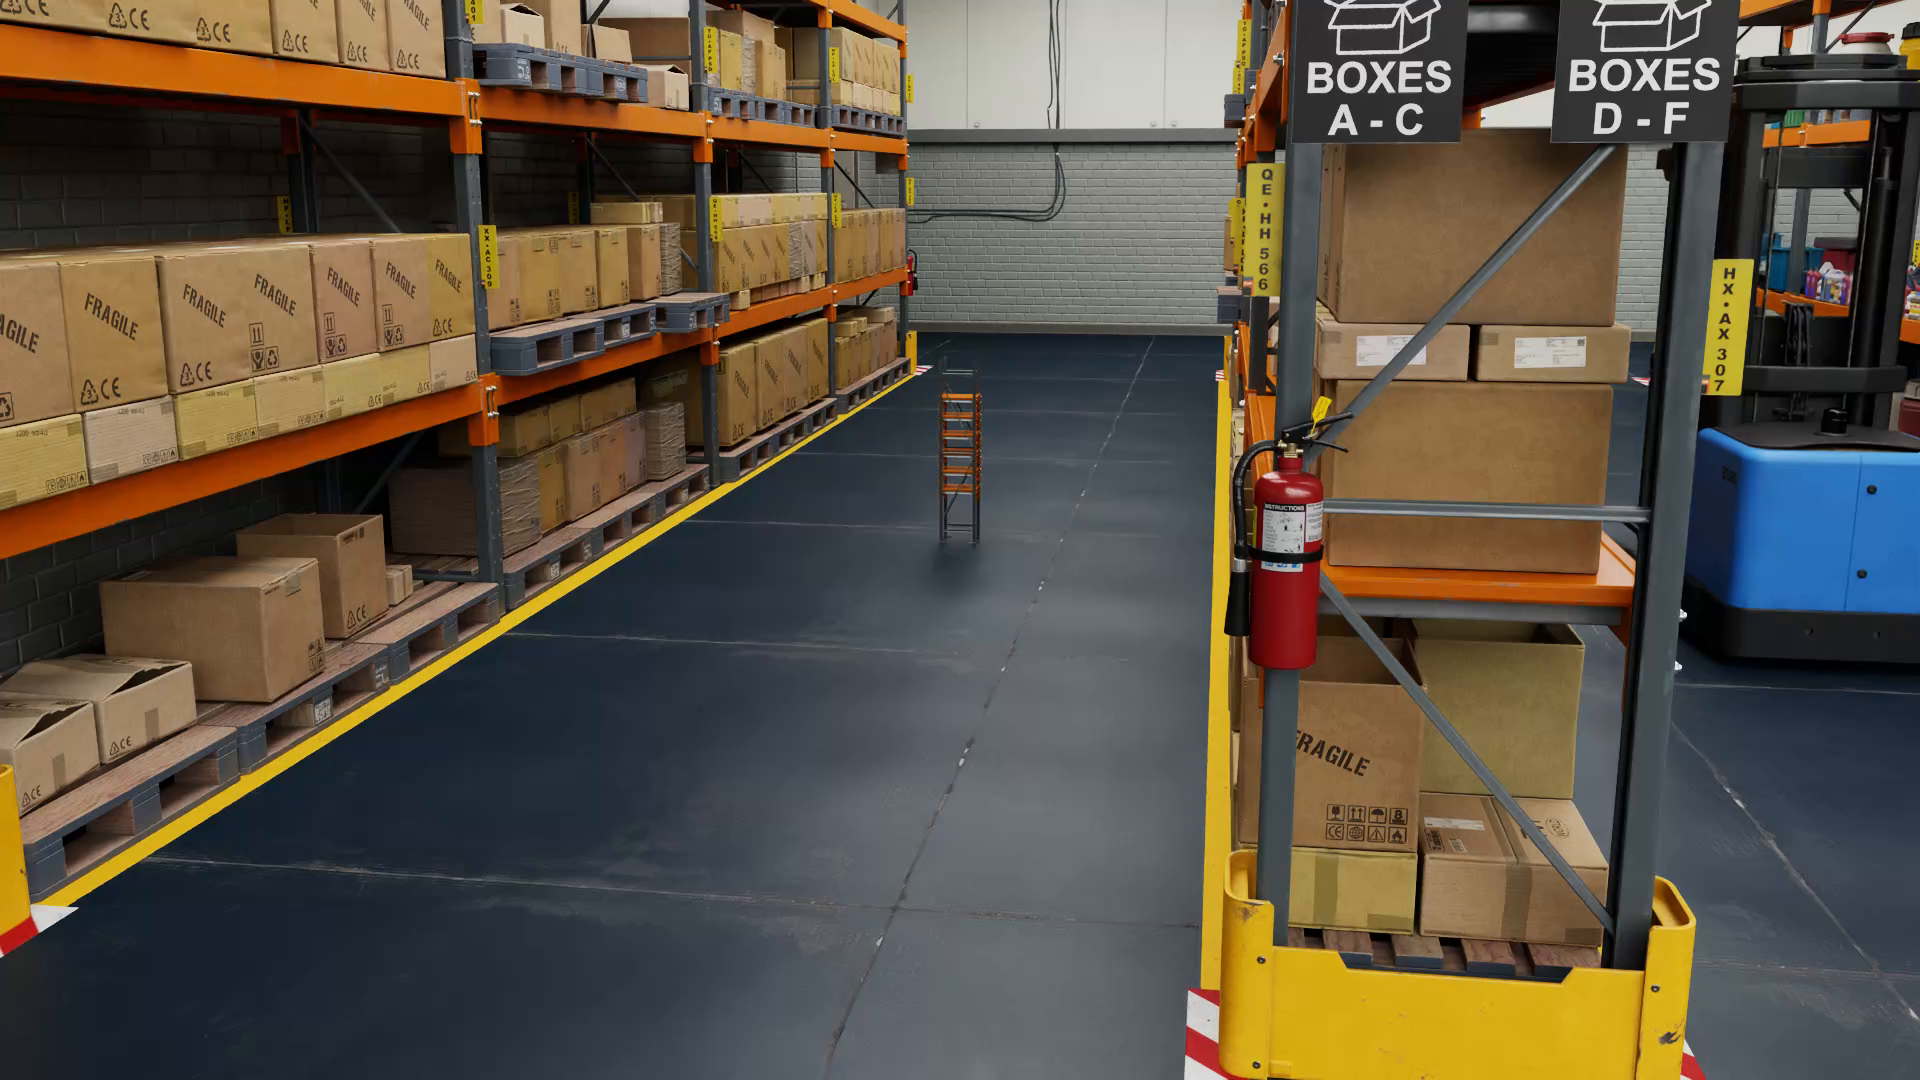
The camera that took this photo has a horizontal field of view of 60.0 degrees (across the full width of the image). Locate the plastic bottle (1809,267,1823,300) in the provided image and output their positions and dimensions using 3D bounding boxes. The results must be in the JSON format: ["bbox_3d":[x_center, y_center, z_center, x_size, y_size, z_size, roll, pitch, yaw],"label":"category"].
[{"bbox_3d":[7.535,-2.258,14.627,0.061,0.283,0.133,2,12,9],"label":"plastic bottle"}]

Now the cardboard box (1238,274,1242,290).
[{"bbox_3d":[2.510,-2.123,12.489,0.700,0.500,0.500,-2,12,-10],"label":"cardboard box"}]

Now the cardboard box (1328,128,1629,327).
[{"bbox_3d":[1.387,-0.859,4.544,0.700,0.500,0.500,2,12,9],"label":"cardboard box"}]

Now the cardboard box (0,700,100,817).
[{"bbox_3d":[-3.406,0.730,5.824,0.500,0.311,0.500,0,12,2],"label":"cardboard box"}]

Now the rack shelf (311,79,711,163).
[{"bbox_3d":[-2.678,-2.592,10.488,1.077,0.370,4.000,2,12,9],"label":"rack shelf"}]

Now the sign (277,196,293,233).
[{"bbox_3d":[-3.535,-1.644,8.754,0.100,0.325,0.005,2,12,9],"label":"sign"}]

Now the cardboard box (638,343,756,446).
[{"bbox_3d":[-2.128,-1.197,13.533,0.750,0.750,0.750,2,12,8],"label":"cardboard box"}]

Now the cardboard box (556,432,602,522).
[{"bbox_3d":[-2.741,-0.422,10.720,0.700,0.500,0.500,2,12,9],"label":"cardboard box"}]

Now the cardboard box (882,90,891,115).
[{"bbox_3d":[-1.070,-4.937,18.782,0.500,0.250,0.500,1,12,7],"label":"cardboard box"}]

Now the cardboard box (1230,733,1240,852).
[{"bbox_3d":[1.150,0.845,5.484,0.500,0.250,0.500,2,12,9],"label":"cardboard box"}]

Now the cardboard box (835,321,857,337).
[{"bbox_3d":[-1.306,-2.244,17.685,0.380,0.149,0.250,2,12,11],"label":"cardboard box"}]

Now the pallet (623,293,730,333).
[{"bbox_3d":[-2.375,-1.648,11.976,1.213,0.211,1.003,2,12,9],"label":"pallet"}]

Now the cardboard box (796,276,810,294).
[{"bbox_3d":[-1.610,-2.371,15.424,0.380,0.149,0.250,2,12,9],"label":"cardboard box"}]

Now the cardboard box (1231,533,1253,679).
[{"bbox_3d":[1.300,0.270,6.371,0.500,0.500,0.500,2,12,9],"label":"cardboard box"}]

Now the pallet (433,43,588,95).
[{"bbox_3d":[-2.786,-2.561,9.080,1.213,0.211,1.003,2,12,9],"label":"pallet"}]

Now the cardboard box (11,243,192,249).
[{"bbox_3d":[-3.499,-0.953,6.826,0.500,0.500,0.500,2,12,9],"label":"cardboard box"}]

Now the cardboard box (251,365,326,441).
[{"bbox_3d":[-2.982,-0.576,6.853,0.500,0.250,0.500,2,12,9],"label":"cardboard box"}]

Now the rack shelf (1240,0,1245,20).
[{"bbox_3d":[3.447,-5.562,17.158,1.077,0.370,4.000,2,12,9],"label":"rack shelf"}]

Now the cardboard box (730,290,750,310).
[{"bbox_3d":[-1.919,-1.946,13.453,0.380,0.149,0.250,2,12,10],"label":"cardboard box"}]

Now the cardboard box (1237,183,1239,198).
[{"bbox_3d":[3.038,-3.325,16.689,0.500,0.500,0.500,2,12,8],"label":"cardboard box"}]

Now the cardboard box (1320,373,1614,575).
[{"bbox_3d":[1.379,-0.214,4.630,0.700,0.500,0.500,2,12,9],"label":"cardboard box"}]

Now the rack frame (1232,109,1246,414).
[{"bbox_3d":[3.140,-2.567,15.782,1.000,3.000,0.127,2,12,9],"label":"rack frame"}]

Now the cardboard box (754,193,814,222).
[{"bbox_3d":[-1.663,-3.085,15.419,0.500,0.250,0.500,2,12,10],"label":"cardboard box"}]

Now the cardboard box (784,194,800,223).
[{"bbox_3d":[-1.741,-2.979,14.926,0.500,0.250,0.500,2,12,10],"label":"cardboard box"}]

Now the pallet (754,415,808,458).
[{"bbox_3d":[-1.985,-0.945,14.879,1.003,0.211,1.213,2,12,9],"label":"pallet"}]

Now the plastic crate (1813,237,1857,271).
[{"bbox_3d":[8.419,-2.644,15.846,0.402,0.464,0.583,2,12,9],"label":"plastic crate"}]

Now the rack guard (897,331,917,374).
[{"bbox_3d":[-1.137,-2.342,20.674,1.175,0.500,0.348,2,12,9],"label":"rack guard"}]

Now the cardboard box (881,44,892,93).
[{"bbox_3d":[-1.071,-5.308,18.724,0.500,0.500,0.500,2,12,10],"label":"cardboard box"}]

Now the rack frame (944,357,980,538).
[{"bbox_3d":[0.012,-0.603,10.941,0.240,1.200,0.006,2,12,9],"label":"rack frame"}]

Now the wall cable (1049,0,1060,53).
[{"bbox_3d":[2.756,-8.521,24.553,3.097,2.526,0.112,2,12,9],"label":"wall cable"}]

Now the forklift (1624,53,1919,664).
[{"bbox_3d":[4.425,-1.099,9.137,1.130,2.935,3.031,2,12,8],"label":"forklift"}]

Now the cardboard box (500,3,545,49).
[{"bbox_3d":[-2.728,-2.928,9.556,0.500,0.311,0.500,2,12,10],"label":"cardboard box"}]

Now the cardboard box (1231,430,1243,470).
[{"bbox_3d":[2.001,-0.554,10.642,0.500,0.311,0.500,2,12,7],"label":"cardboard box"}]

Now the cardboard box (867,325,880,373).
[{"bbox_3d":[-1.303,-2.184,18.946,0.700,0.500,0.500,1,12,7],"label":"cardboard box"}]

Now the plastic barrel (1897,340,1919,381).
[{"bbox_3d":[7.824,-1.325,14.004,0.600,0.901,0.708,2,12,9],"label":"plastic barrel"}]

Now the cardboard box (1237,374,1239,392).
[{"bbox_3d":[2.441,-1.308,13.050,0.500,0.250,0.500,2,12,11],"label":"cardboard box"}]

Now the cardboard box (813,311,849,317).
[{"bbox_3d":[-1.482,-2.532,19.021,0.380,0.149,0.250,2,12,9],"label":"cardboard box"}]

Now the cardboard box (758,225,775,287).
[{"bbox_3d":[-1.876,-2.402,14.030,0.500,0.500,0.500,2,12,8],"label":"cardboard box"}]

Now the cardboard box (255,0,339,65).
[{"bbox_3d":[-2.957,-2.251,6.915,0.500,0.500,0.500,1,12,6],"label":"cardboard box"}]

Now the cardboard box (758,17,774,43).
[{"bbox_3d":[-2.020,-4.644,15.241,0.500,0.250,0.500,3,12,13],"label":"cardboard box"}]

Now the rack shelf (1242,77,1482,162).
[{"bbox_3d":[2.217,-2.432,9.747,1.077,0.370,4.000,2,12,9],"label":"rack shelf"}]

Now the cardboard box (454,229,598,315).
[{"bbox_3d":[-2.710,-1.684,10.405,0.700,0.500,0.500,4,13,16],"label":"cardboard box"}]

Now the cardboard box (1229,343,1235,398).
[{"bbox_3d":[2.947,-1.687,16.592,0.500,0.500,0.500,2,12,9],"label":"cardboard box"}]

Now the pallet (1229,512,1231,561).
[{"bbox_3d":[2.169,0.053,10.248,1.003,0.211,1.213,2,12,9],"label":"pallet"}]

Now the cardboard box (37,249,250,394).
[{"bbox_3d":[-3.059,-0.831,6.257,0.500,0.500,0.500,1,12,7],"label":"cardboard box"}]

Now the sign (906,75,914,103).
[{"bbox_3d":[-0.606,-5.399,19.891,0.100,0.325,0.005,2,12,9],"label":"sign"}]

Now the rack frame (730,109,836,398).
[{"bbox_3d":[-1.755,-2.726,16.524,1.000,3.000,0.127,2,12,9],"label":"rack frame"}]

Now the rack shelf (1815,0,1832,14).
[{"bbox_3d":[7.726,-4.374,12.588,1.077,0.370,4.000,2,12,9],"label":"rack shelf"}]

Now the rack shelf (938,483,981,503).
[{"bbox_3d":[-0.002,-0.305,10.913,0.258,0.103,0.180,2,12,9],"label":"rack shelf"}]

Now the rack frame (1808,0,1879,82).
[{"bbox_3d":[8.034,-5.338,14.402,1.000,3.000,0.127,2,12,9],"label":"rack frame"}]

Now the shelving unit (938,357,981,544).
[{"bbox_3d":[-0.002,-0.584,10.853,0.258,1.200,0.189,2,12,9],"label":"shelving unit"}]

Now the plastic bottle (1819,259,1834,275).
[{"bbox_3d":[7.653,-2.310,14.709,0.144,0.351,0.185,2,12,9],"label":"plastic bottle"}]

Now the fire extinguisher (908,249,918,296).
[{"bbox_3d":[-0.661,-3.355,20.511,0.296,0.674,0.183,2,12,9],"label":"fire extinguisher"}]
